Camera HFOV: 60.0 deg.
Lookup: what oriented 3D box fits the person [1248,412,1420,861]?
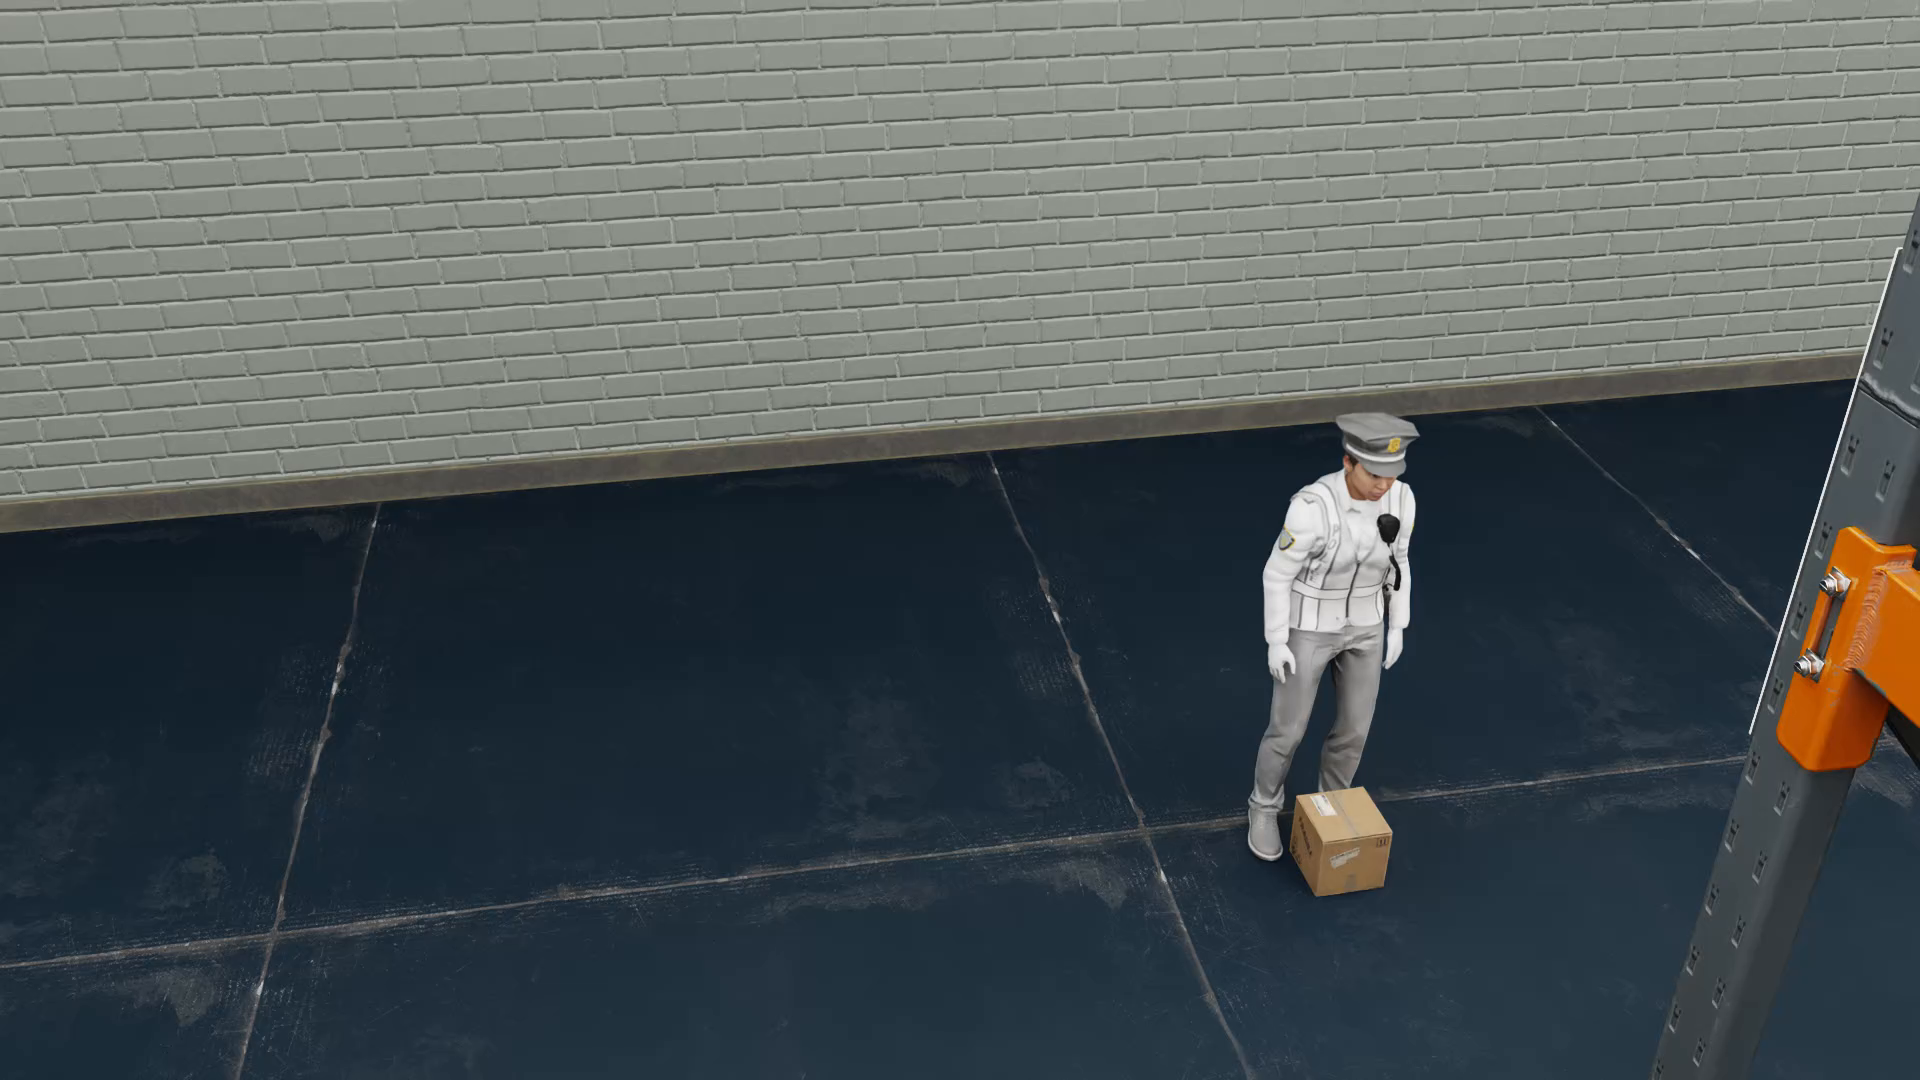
[{"bbox_3d":[1.266,0.326,5.583,0.518,1.663,0.412,-6,31,-11],"label":"person"}]
